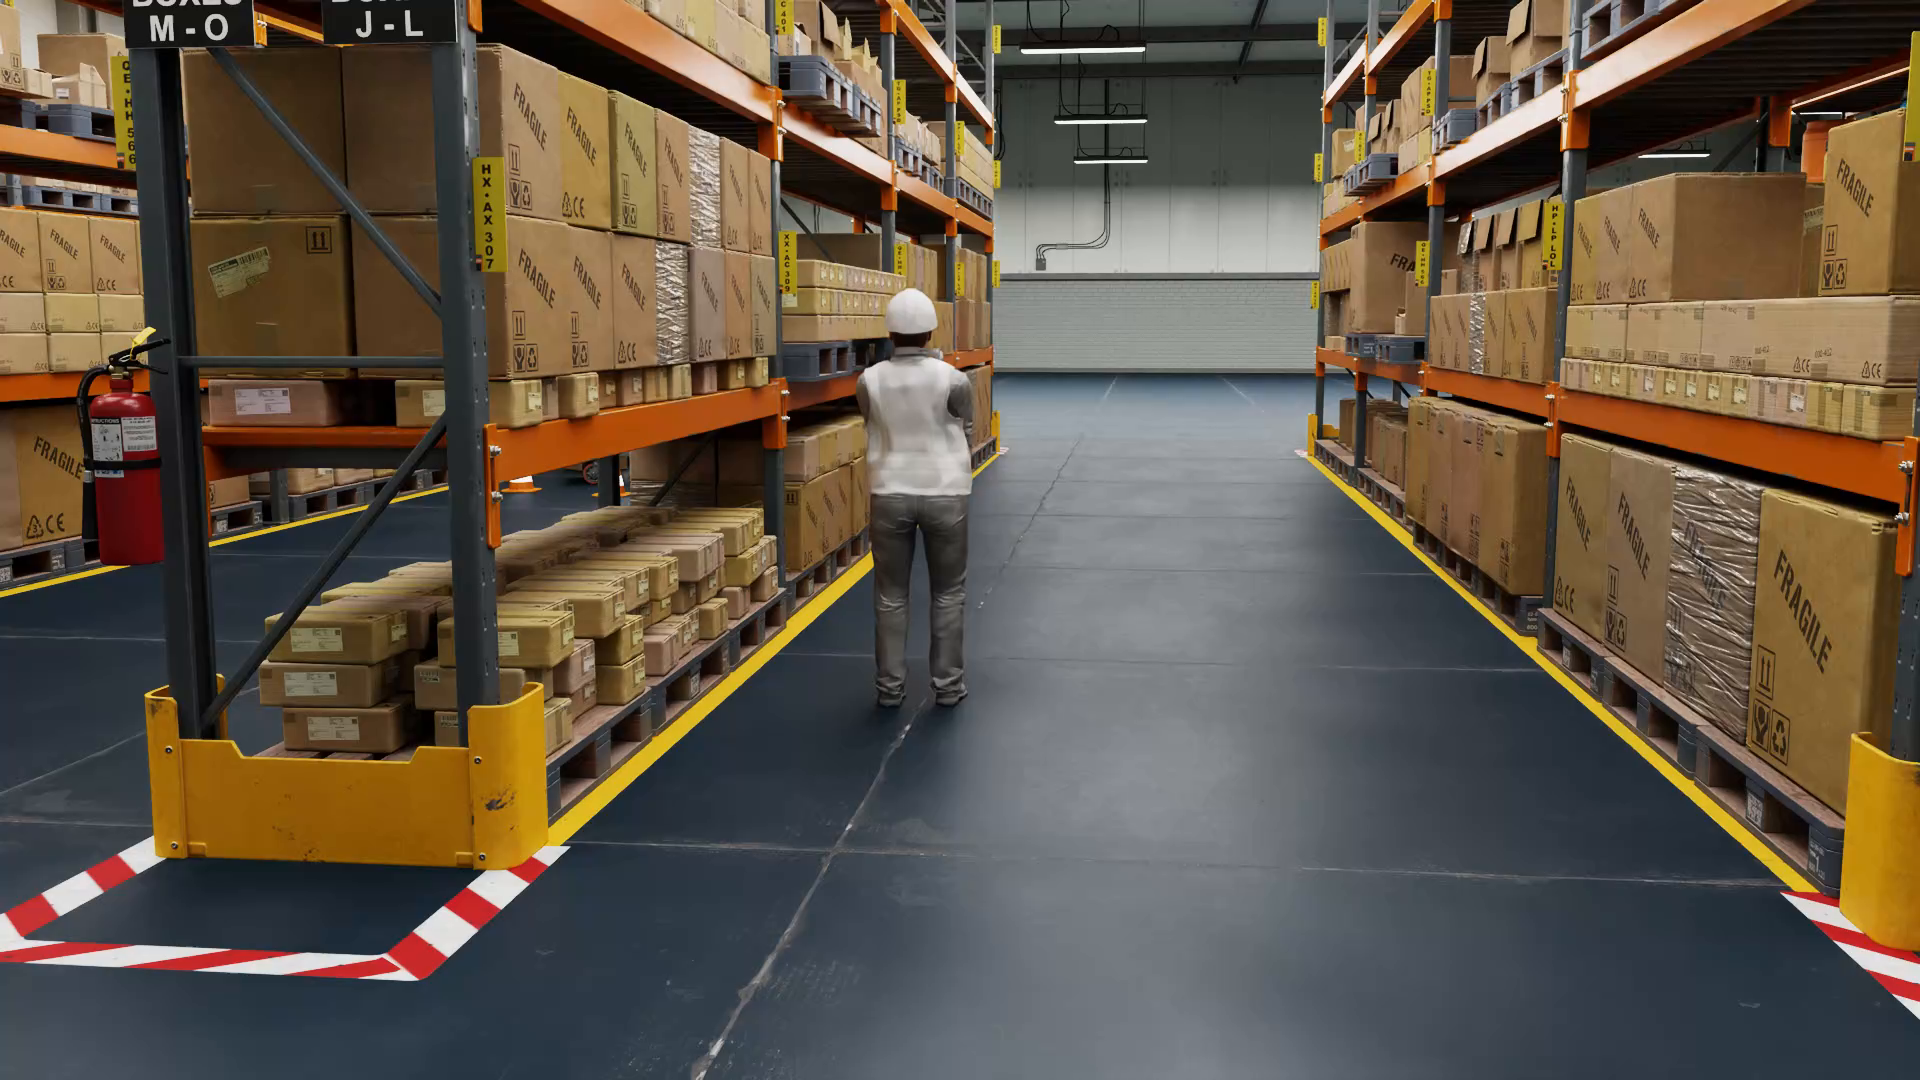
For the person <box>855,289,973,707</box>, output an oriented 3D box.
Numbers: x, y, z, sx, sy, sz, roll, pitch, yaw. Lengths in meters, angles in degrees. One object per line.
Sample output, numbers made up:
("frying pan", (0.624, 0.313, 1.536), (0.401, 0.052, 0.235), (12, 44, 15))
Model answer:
("person", (-0.180, -0.185, 7.122), (0.494, 1.762, 0.551), (1, 8, 7))
